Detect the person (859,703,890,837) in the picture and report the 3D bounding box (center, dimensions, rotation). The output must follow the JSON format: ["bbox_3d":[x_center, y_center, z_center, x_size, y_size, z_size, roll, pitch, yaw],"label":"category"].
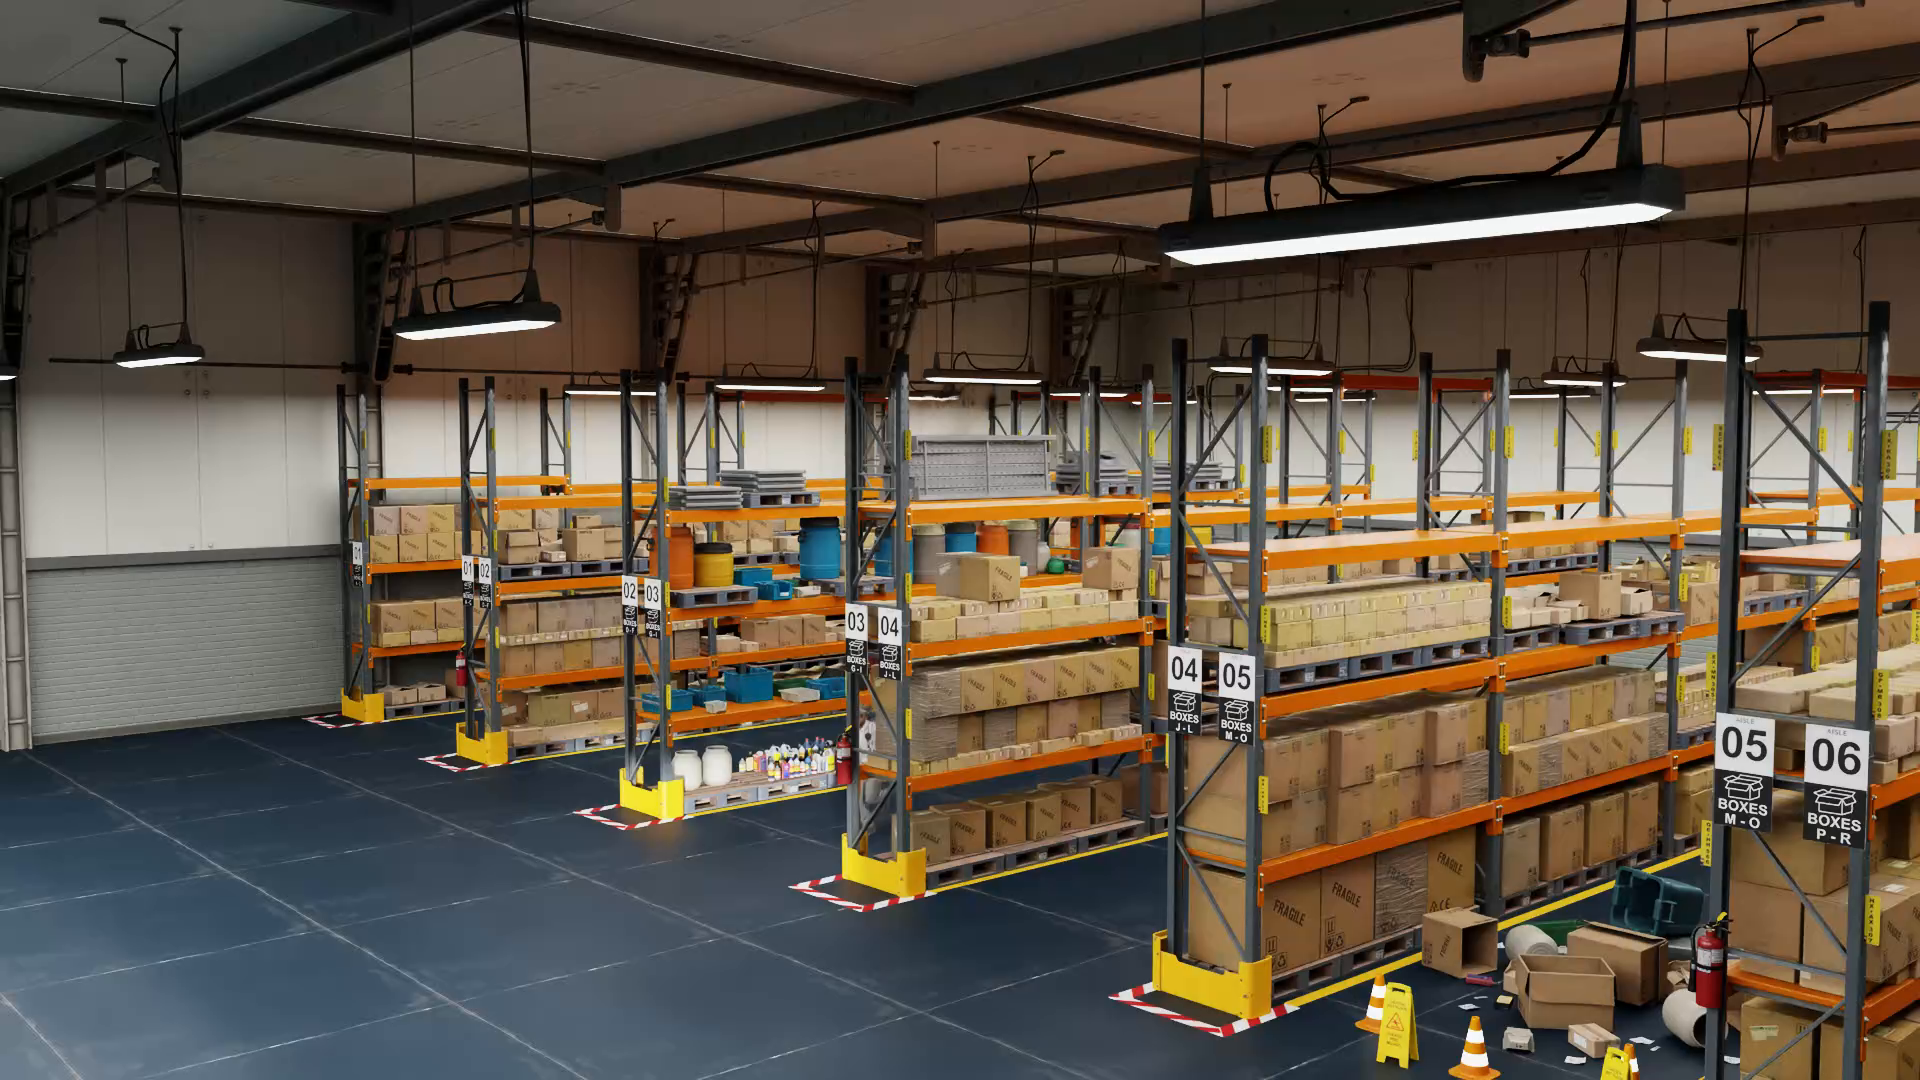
[{"bbox_3d":[-1.164,2.927,21.301,0.695,1.742,0.699,2,4,26],"label":"person"}]

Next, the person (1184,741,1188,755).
[{"bbox_3d":[3.478,2.693,25.134,0.845,1.683,0.642,-4,5,-45],"label":"person"}]
